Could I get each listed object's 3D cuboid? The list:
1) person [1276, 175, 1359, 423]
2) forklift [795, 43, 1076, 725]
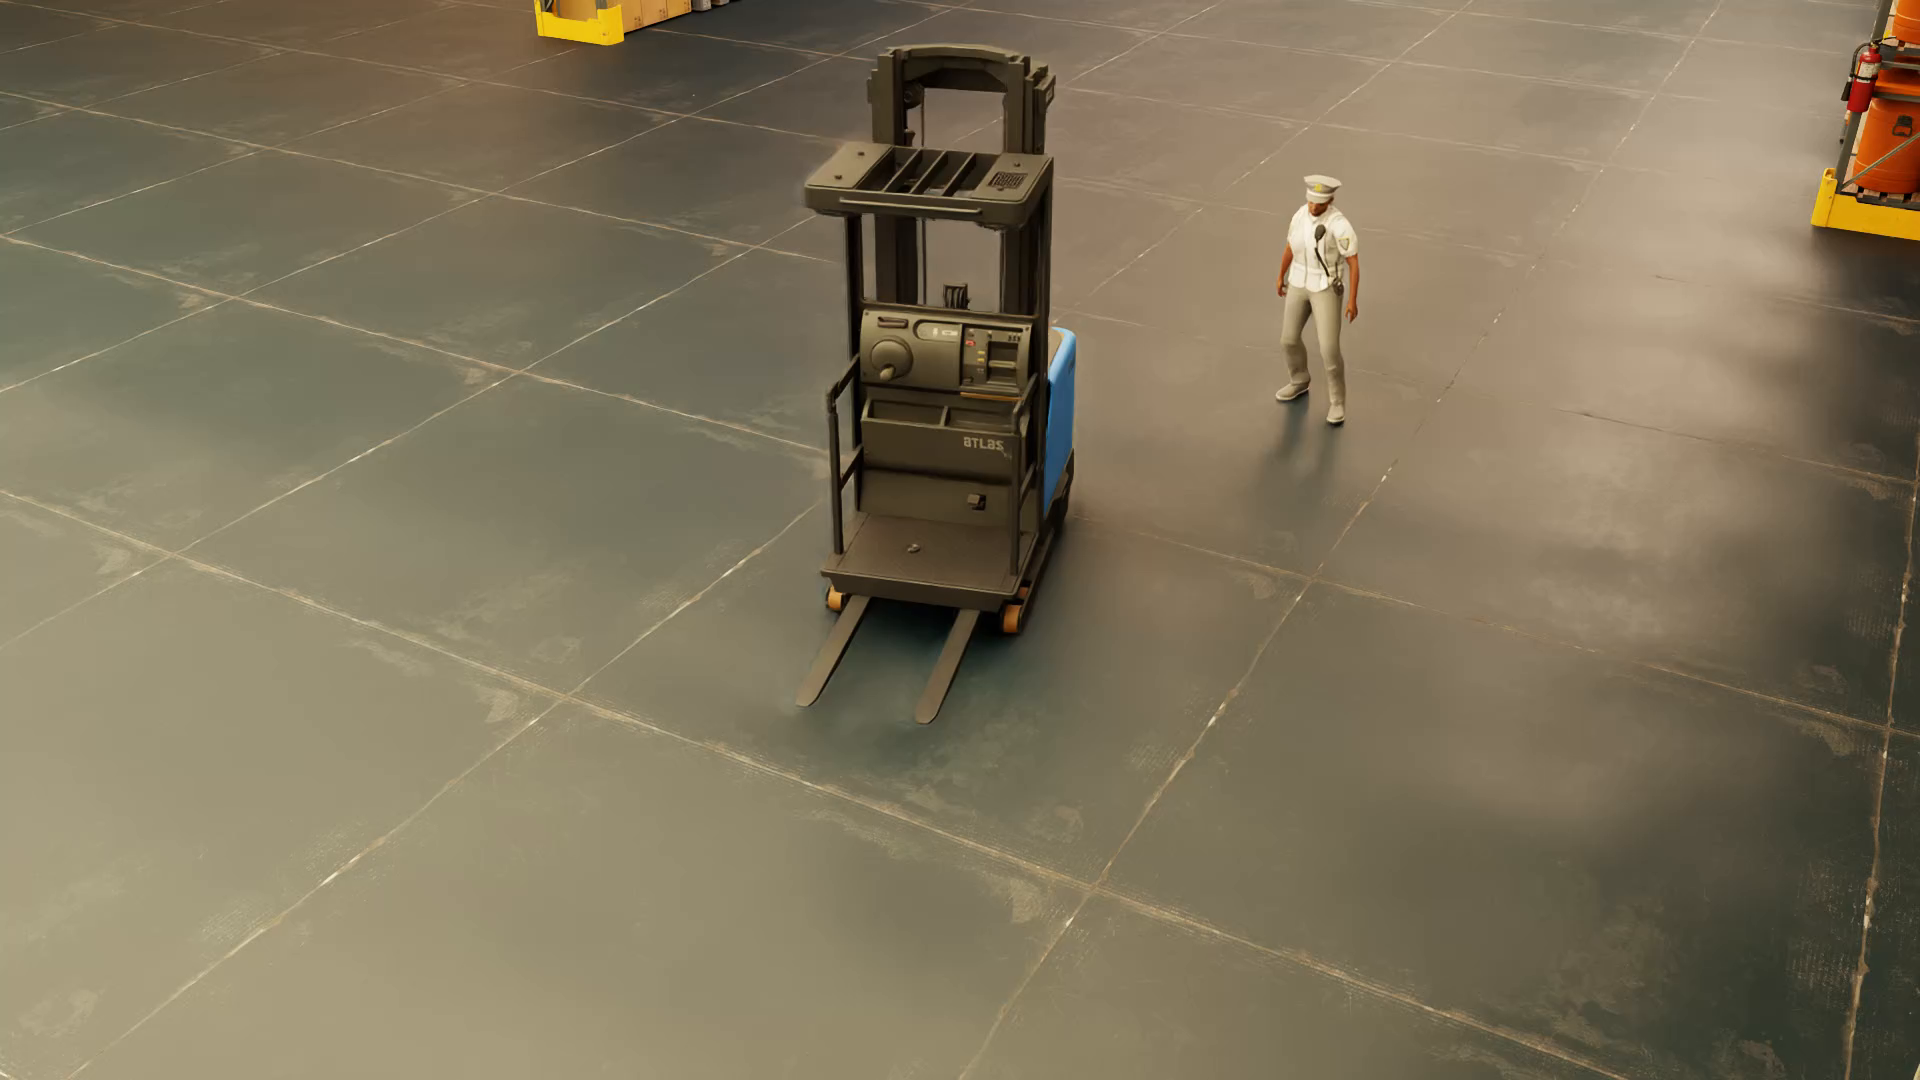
[{"bbox_3d":[2.426,-1.677,11.282,0.754,1.634,0.384,26,39,38],"label":"person"},{"bbox_3d":[-0.127,-0.963,8.739,1.130,2.935,3.031,7,31,12],"label":"forklift"}]
